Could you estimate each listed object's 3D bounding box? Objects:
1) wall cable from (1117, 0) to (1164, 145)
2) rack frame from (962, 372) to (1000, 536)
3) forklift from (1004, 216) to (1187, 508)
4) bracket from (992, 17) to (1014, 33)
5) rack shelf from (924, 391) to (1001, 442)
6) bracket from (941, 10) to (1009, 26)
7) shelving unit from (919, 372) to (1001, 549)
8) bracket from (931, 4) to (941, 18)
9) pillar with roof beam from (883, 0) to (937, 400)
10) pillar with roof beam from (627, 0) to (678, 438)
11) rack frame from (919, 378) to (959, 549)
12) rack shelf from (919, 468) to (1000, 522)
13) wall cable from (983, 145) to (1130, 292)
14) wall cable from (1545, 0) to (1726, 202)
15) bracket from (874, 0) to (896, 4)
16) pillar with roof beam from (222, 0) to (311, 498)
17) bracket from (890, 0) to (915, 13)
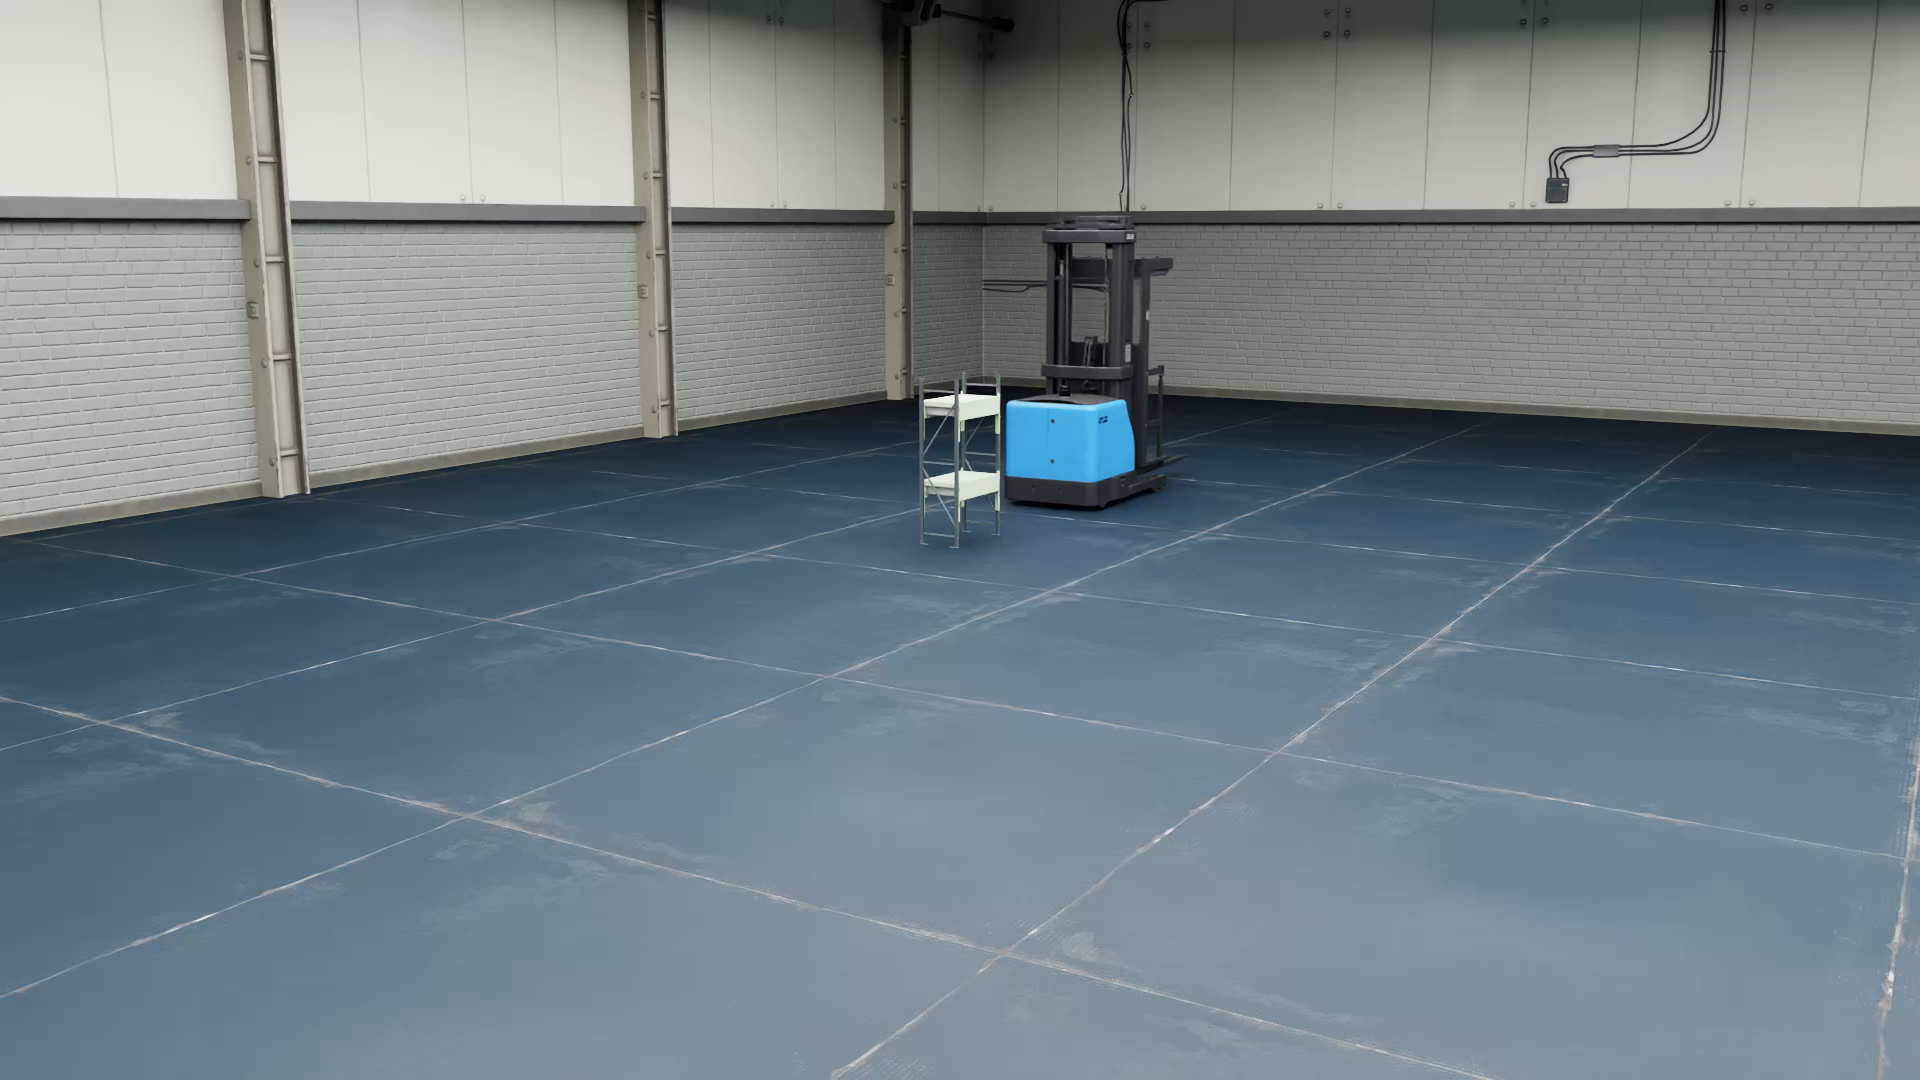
[{"bbox_3d":[3.960,-7.835,27.361,3.097,2.526,0.112,6,12,31],"label":"wall cable"},{"bbox_3d":[0.193,-0.796,15.425,0.400,1.500,0.023,6,12,31],"label":"rack frame"},{"bbox_3d":[1.609,-1.993,17.930,1.130,2.935,3.031,6,12,28],"label":"forklift"},{"bbox_3d":[0.737,-8.974,28.947,0.235,0.232,0.430,6,12,31],"label":"bracket"},{"bbox_3d":[0.003,-1.122,15.046,0.431,0.370,0.720,6,12,31],"label":"rack shelf"},{"bbox_3d":[0.430,-8.881,28.451,0.076,0.066,3.189,6,12,31],"label":"bracket"},{"bbox_3d":[0.003,-0.738,15.118,0.431,1.500,0.755,6,12,31],"label":"shelving unit"},{"bbox_3d":[-0.493,-8.601,26.957,0.235,0.232,0.430,6,12,31],"label":"bracket"},{"bbox_3d":[2.667,-6.389,24.923,9.100,9.000,0.548,6,12,31],"label":"pillar with roof beam"},{"bbox_3d":[-0.448,-5.446,19.883,9.100,9.000,0.400,6,12,31],"label":"pillar with roof beam"},{"bbox_3d":[-0.187,-0.681,14.810,0.400,1.500,0.023,6,12,31],"label":"rack frame"},{"bbox_3d":[0.003,-0.418,15.178,0.431,0.370,0.720,6,12,31],"label":"rack shelf"},{"bbox_3d":[1.647,-5.611,29.206,3.097,2.526,0.112,6,12,31],"label":"wall cable"},{"bbox_3d":[9.753,-7.900,23.749,2.305,6.003,0.169,6,12,31],"label":"wall cable"},{"bbox_3d":[-2.262,-8.065,24.095,0.076,0.066,4.783,6,12,31],"label":"bracket"},{"bbox_3d":[-3.563,-4.502,14.843,9.100,9.000,0.400,6,12,31],"label":"pillar with roof beam"},{"bbox_3d":[-0.924,-8.471,26.259,0.235,0.232,0.430,6,12,31],"label":"bracket"}]
